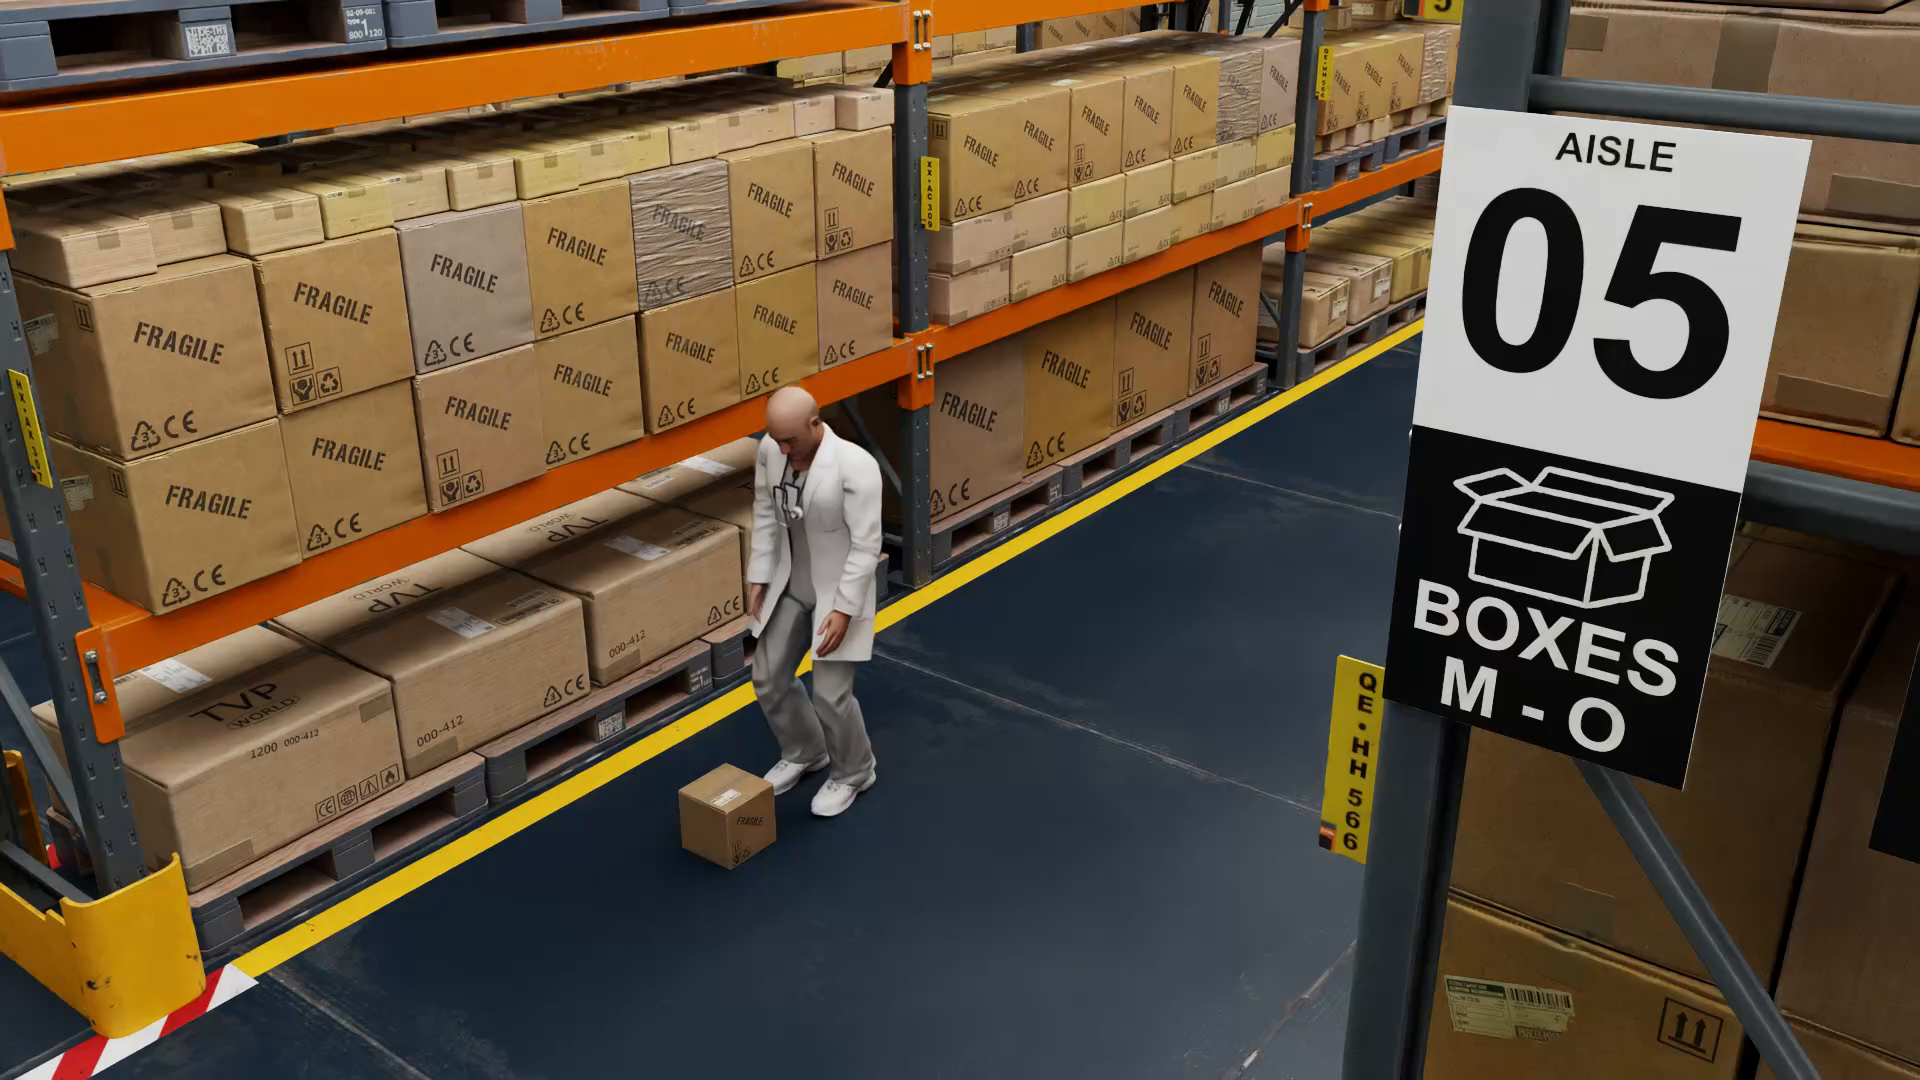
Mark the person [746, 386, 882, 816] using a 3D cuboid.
[{"bbox_3d":[-0.530,0.210,6.238,0.599,1.703,0.459,17,29,35],"label":"person"}]
